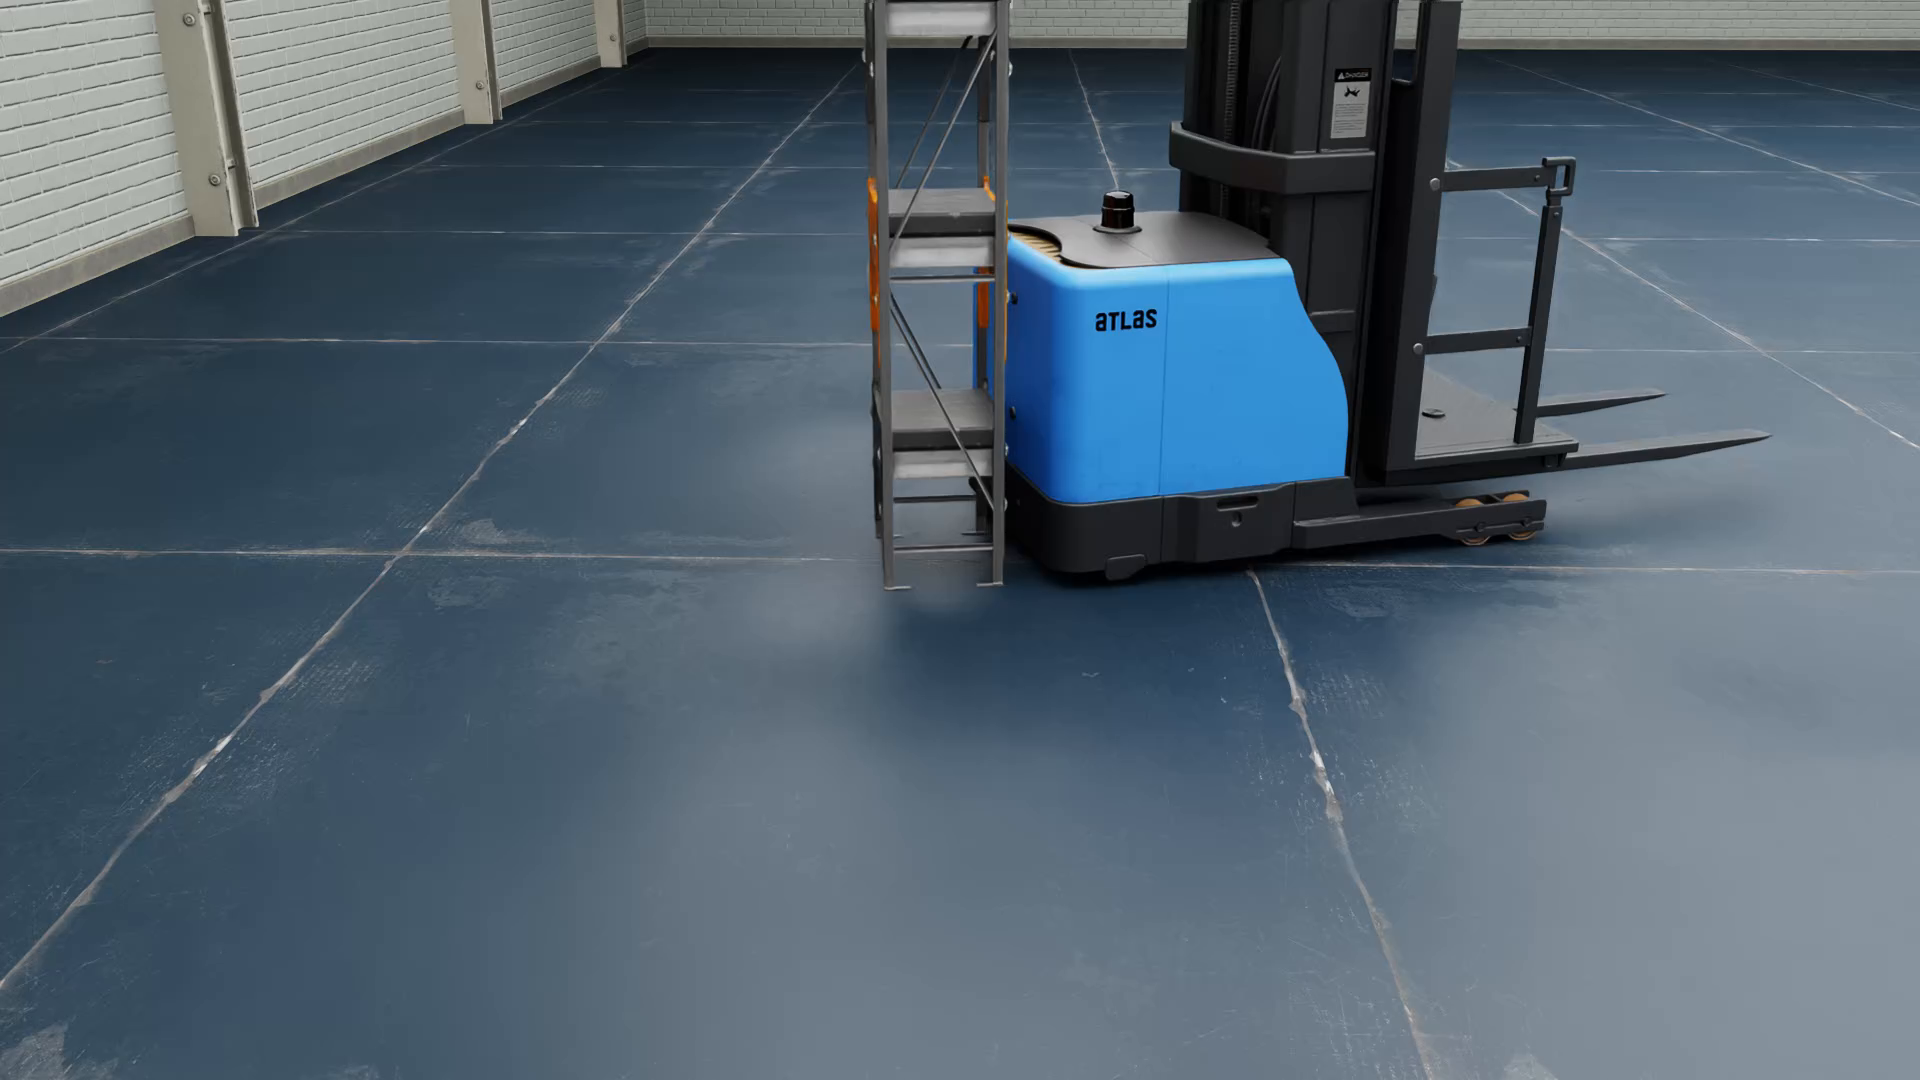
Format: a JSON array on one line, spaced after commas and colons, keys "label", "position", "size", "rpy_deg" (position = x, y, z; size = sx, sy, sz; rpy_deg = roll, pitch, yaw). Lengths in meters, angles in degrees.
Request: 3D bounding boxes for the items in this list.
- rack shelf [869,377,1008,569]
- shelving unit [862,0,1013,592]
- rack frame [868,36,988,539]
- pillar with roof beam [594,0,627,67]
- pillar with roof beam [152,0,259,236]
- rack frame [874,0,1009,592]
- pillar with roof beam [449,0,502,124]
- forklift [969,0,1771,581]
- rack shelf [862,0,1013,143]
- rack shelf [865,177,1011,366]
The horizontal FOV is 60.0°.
[{"label": "rack shelf", "position": [-0.080, -0.238, 5.712], "size": [0.431, 0.518, 0.480], "rpy_deg": [-2, 21, -6]}, {"label": "shelving unit", "position": [-0.081, -0.903, 5.454], "size": [0.431, 2.100, 0.503], "rpy_deg": [-2, 21, -6]}, {"label": "rack frame", "position": [-0.106, -0.991, 5.680], "size": [0.400, 2.100, 0.015], "rpy_deg": [-2, 21, -6]}, {"label": "pillar with roof beam", "position": [-0.447, -10.641, 21.014], "size": [9.100, 9.000, 0.400], "rpy_deg": [1, 21, 2]}, {"label": "pillar with roof beam", "position": [-0.812, -6.302, 9.832], "size": [9.100, 9.000, 0.400], "rpy_deg": [1, 21, 2]}, {"label": "rack frame", "position": [-0.055, -0.815, 5.227], "size": [0.400, 2.100, 0.015], "rpy_deg": [-2, 21, -6]}, {"label": "pillar with roof beam", "position": [-0.630, -8.472, 15.423], "size": [9.100, 9.000, 0.400], "rpy_deg": [1, 21, 2]}, {"label": "forklift", "position": [1.609, -1.520, 5.896], "size": [3.031, 2.935, 1.130], "rpy_deg": [-6, 22, -16]}, {"label": "rack shelf", "position": [-0.081, -1.543, 5.205], "size": [0.431, 0.518, 0.480], "rpy_deg": [-2, 21, -6]}, {"label": "rack shelf", "position": [-0.081, -0.890, 5.459], "size": [0.431, 0.518, 0.480], "rpy_deg": [-2, 21, -6]}]
